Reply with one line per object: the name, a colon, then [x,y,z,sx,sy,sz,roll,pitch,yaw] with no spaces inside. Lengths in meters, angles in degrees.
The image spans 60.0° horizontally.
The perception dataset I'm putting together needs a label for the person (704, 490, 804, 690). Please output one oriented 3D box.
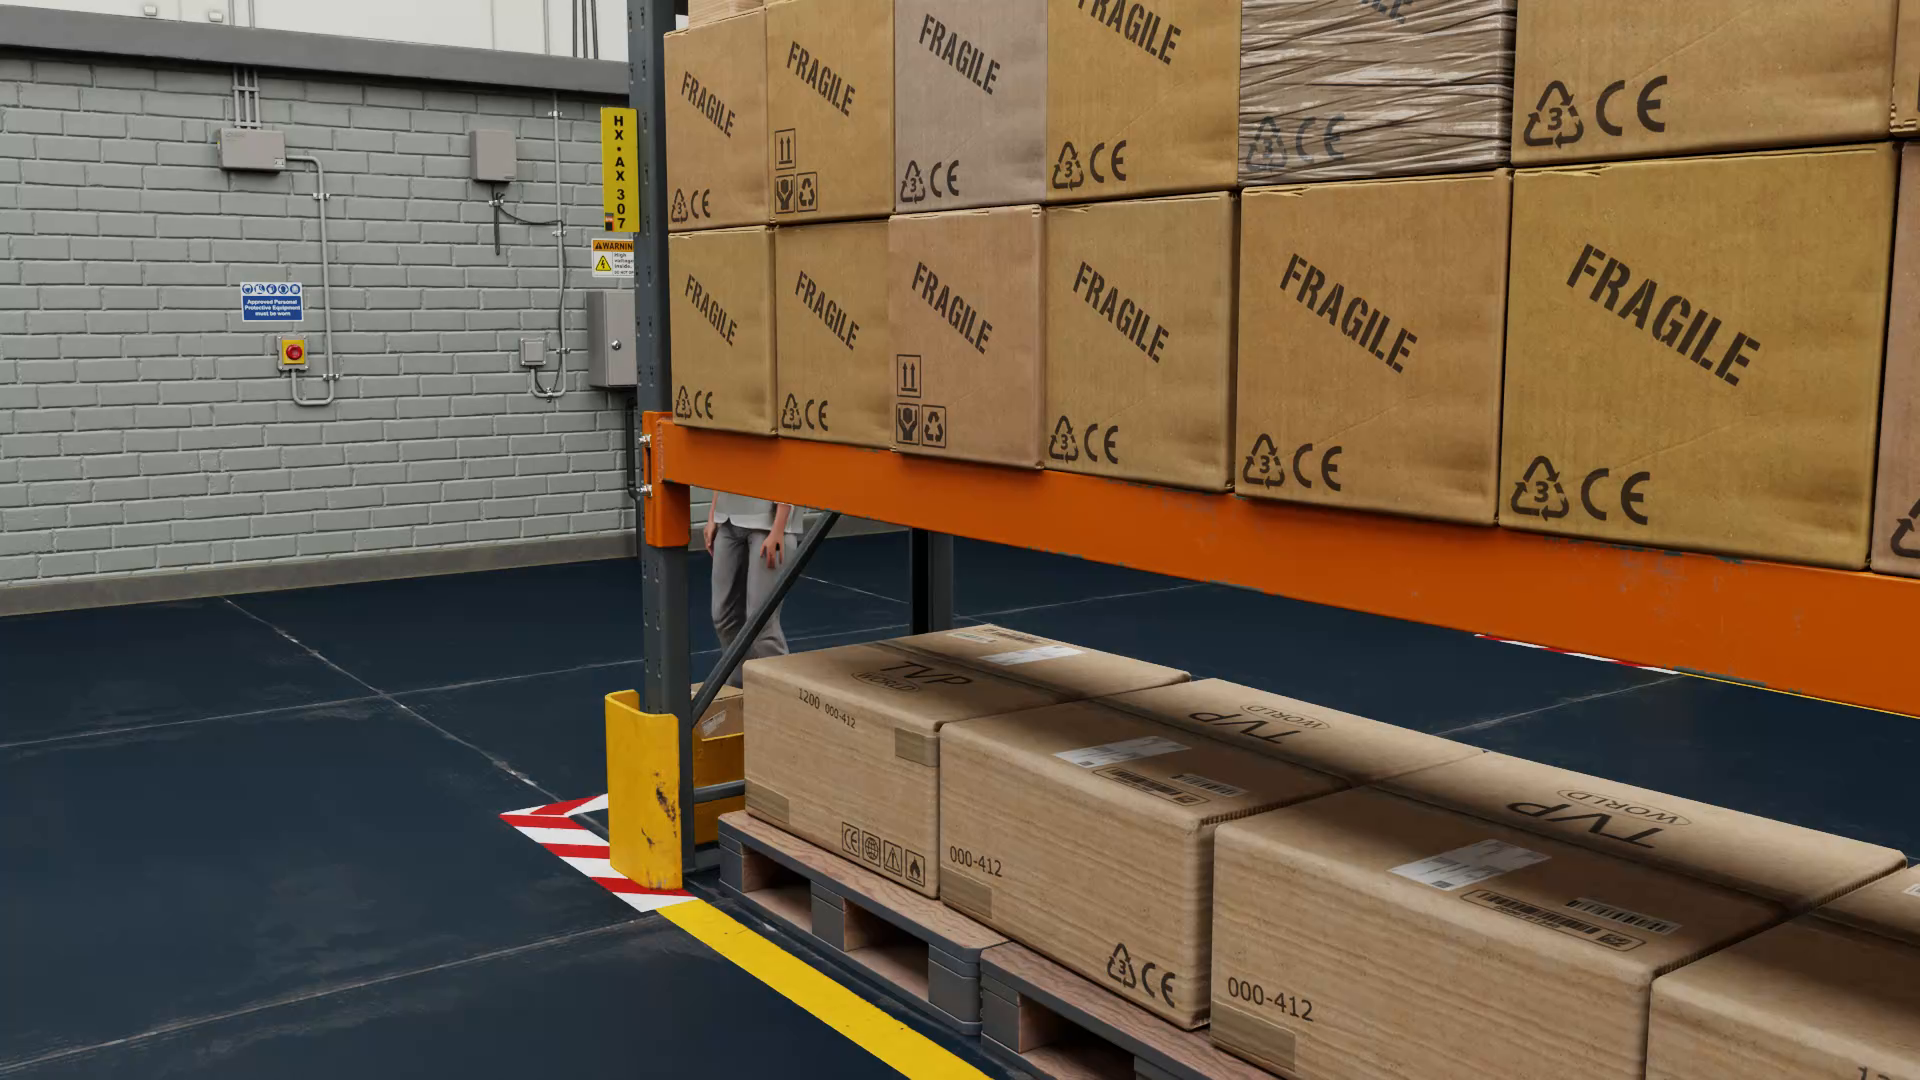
person: [-0.755,-0.026,6.037,0.343,1.592,0.462,-7,11,-42]
